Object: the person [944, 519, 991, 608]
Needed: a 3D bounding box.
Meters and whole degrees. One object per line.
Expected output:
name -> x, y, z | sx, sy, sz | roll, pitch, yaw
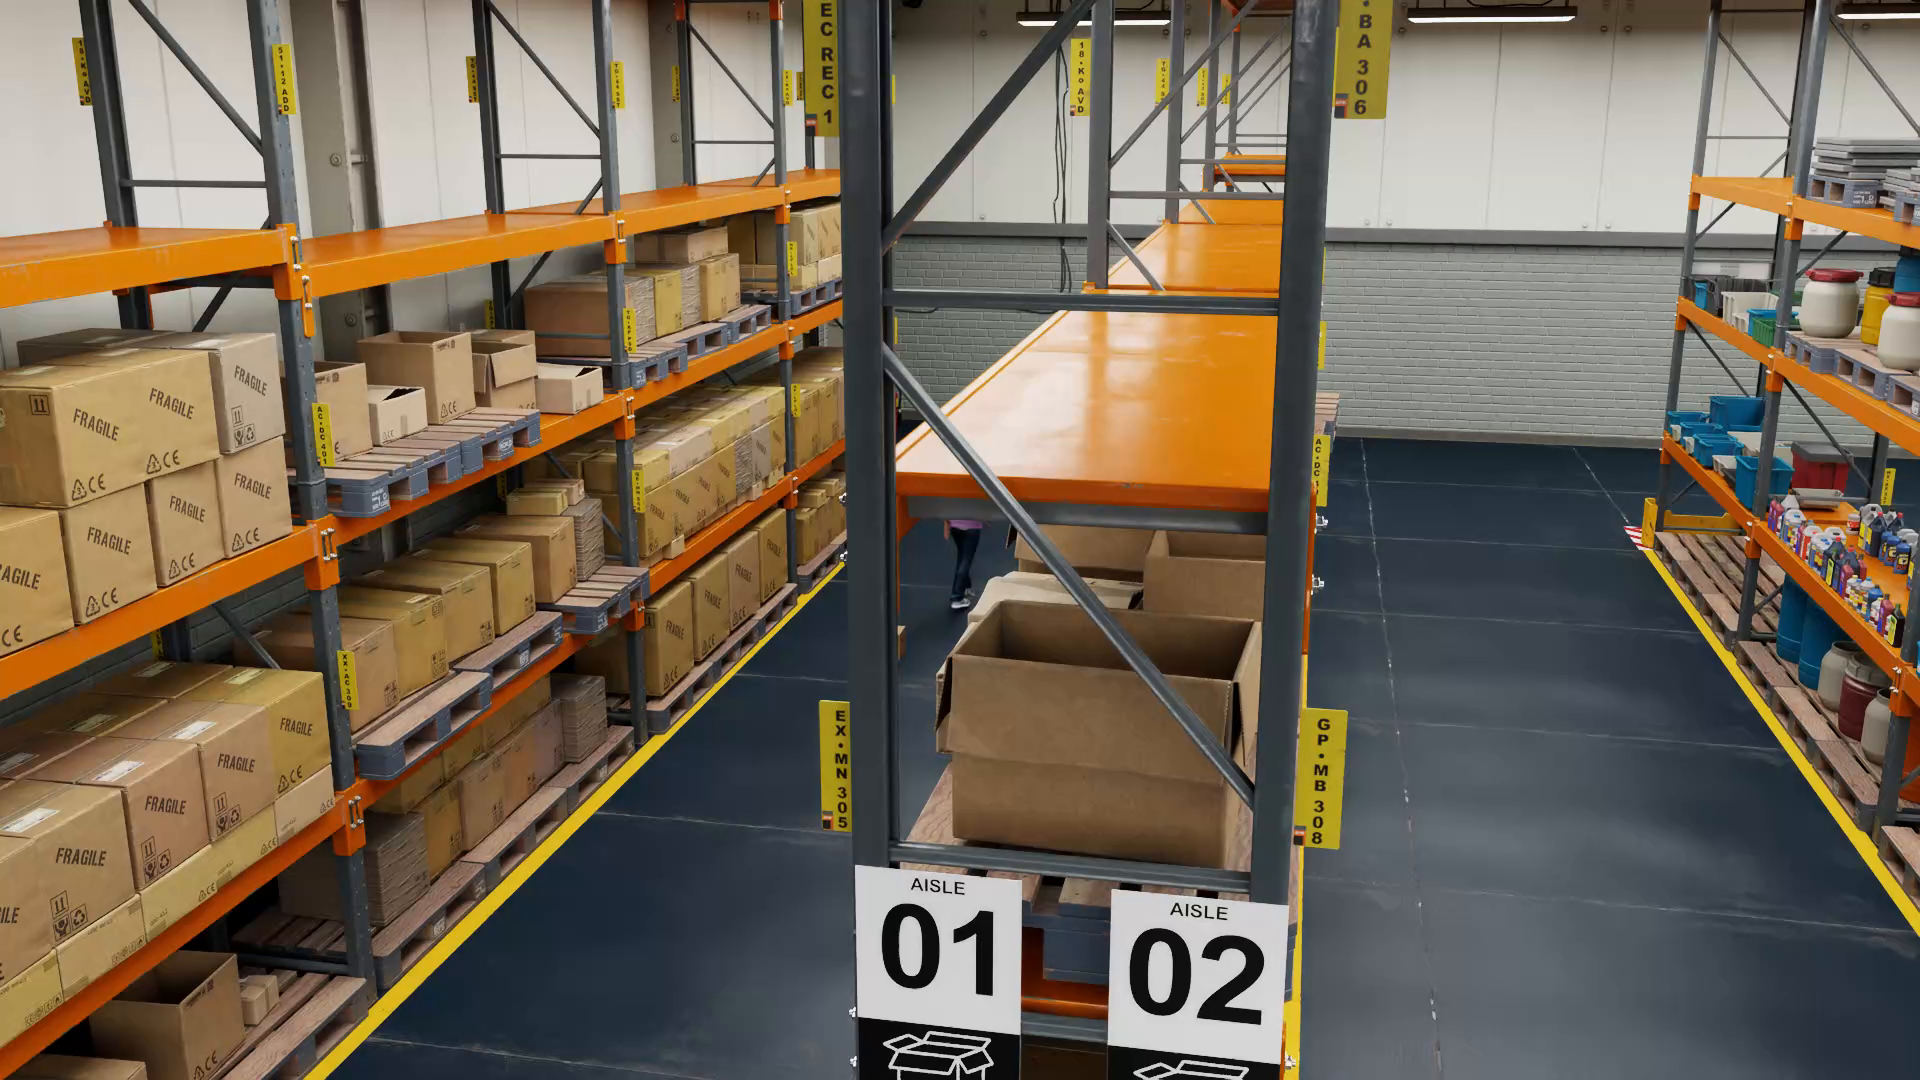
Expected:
person -> 0.078, -0.121, 16.493 | 0.429, 1.619, 0.716 | 7, 17, 26
